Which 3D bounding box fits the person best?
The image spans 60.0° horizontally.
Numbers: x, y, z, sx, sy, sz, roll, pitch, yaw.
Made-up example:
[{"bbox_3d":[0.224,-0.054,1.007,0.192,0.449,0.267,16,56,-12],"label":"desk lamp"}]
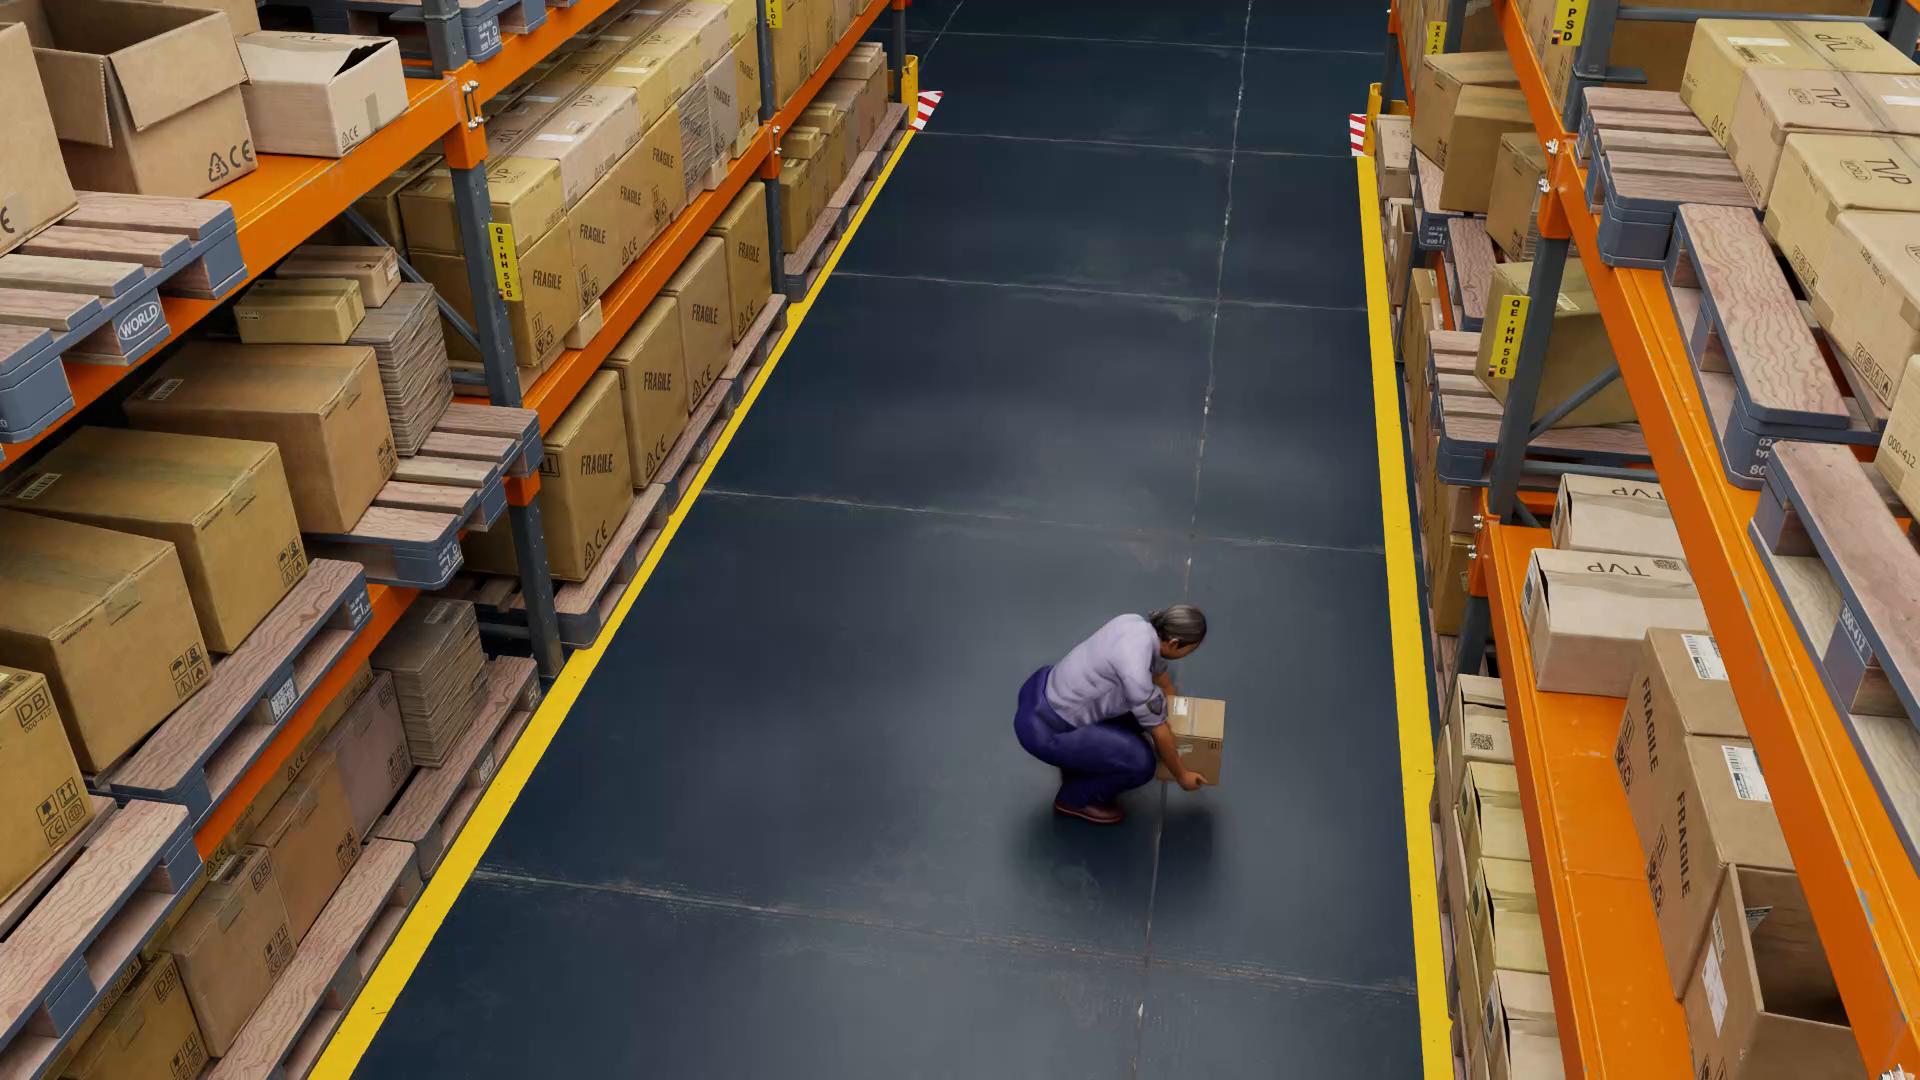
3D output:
[{"bbox_3d":[0.632,0.676,6.754,0.810,0.955,0.498,4,33,7],"label":"person"}]
